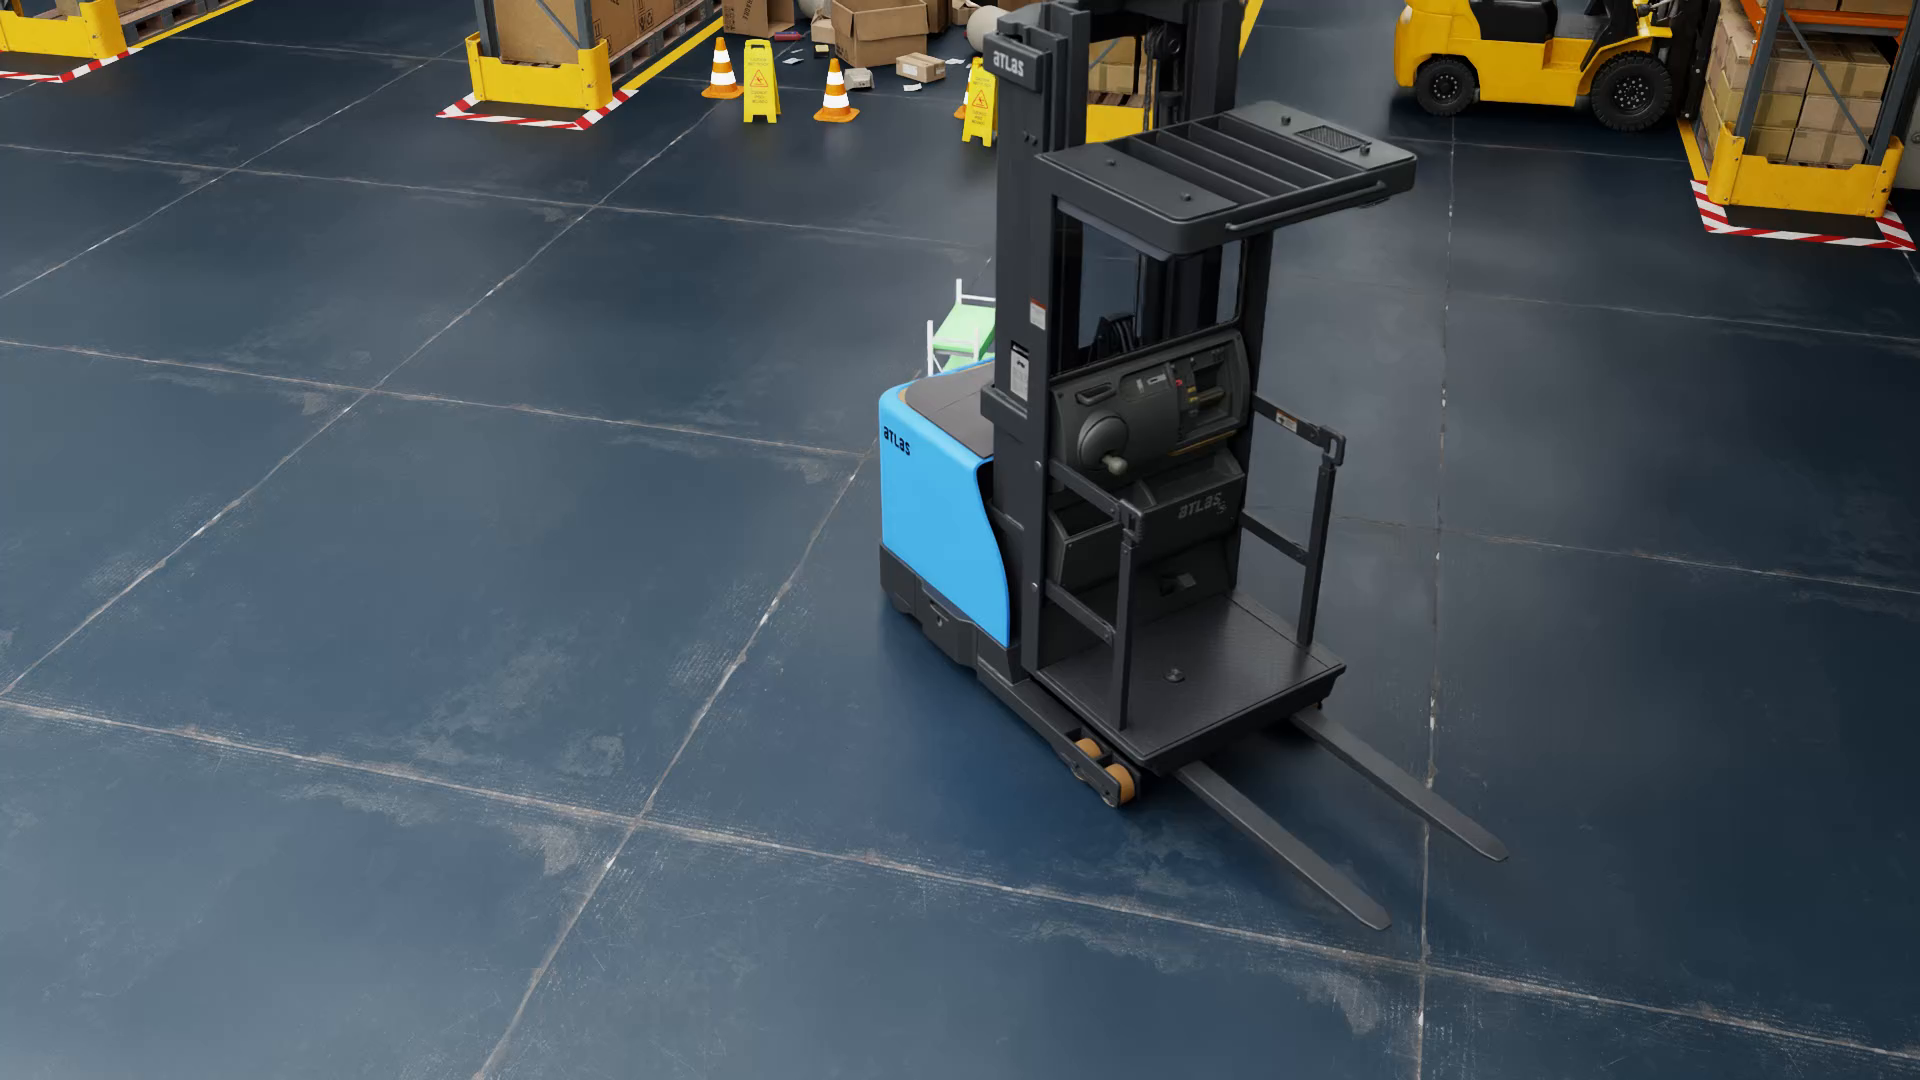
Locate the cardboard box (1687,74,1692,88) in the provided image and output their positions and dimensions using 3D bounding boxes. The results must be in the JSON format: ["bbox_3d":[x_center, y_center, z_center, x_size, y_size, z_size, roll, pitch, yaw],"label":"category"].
[{"bbox_3d":[6.274,-3.831,13.652,0.500,0.250,0.500,9,34,14],"label":"cardboard box"}]

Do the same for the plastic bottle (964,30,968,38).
[{"bbox_3d":[0.150,-4.835,15.799,0.133,0.061,0.283,14,35,21],"label":"plastic bottle"}]

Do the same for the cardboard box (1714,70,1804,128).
[{"bbox_3d":[5.900,-3.263,12.292,0.500,0.250,0.500,8,33,12],"label":"cardboard box"}]

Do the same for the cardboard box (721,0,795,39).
[{"bbox_3d":[-1.923,-5.112,15.823,0.500,0.500,0.500,14,35,21],"label":"cardboard box"}]

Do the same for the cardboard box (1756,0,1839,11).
[{"bbox_3d":[5.950,-4.073,11.768,0.500,0.500,0.500,7,33,11],"label":"cardboard box"}]

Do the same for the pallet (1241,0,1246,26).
[{"bbox_3d":[2.155,-4.960,15.855,1.003,0.211,1.213,8,33,12],"label":"pallet"}]

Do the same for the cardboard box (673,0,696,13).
[{"bbox_3d":[-2.974,-5.607,15.862,0.875,0.875,0.875,8,33,13],"label":"cardboard box"}]

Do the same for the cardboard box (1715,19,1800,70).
[{"bbox_3d":[6.018,-3.726,12.555,0.500,0.250,0.500,9,33,13],"label":"cardboard box"}]

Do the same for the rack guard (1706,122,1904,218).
[{"bbox_3d":[6.073,-2.673,11.988,1.175,0.500,0.348,8,33,12],"label":"rack guard"}]

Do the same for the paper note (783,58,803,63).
[{"bbox_3d":[-1.507,-4.343,15.054,0.144,0.017,0.142,20,38,29],"label":"paper note"}]

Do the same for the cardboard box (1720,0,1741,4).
[{"bbox_3d":[6.272,-4.251,13.381,0.500,0.250,0.500,7,33,11],"label":"cardboard box"}]

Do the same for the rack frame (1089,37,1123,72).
[{"bbox_3d":[1.277,-4.414,12.397,1.000,3.000,0.127,8,33,12],"label":"rack frame"}]

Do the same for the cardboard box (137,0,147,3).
[{"bbox_3d":[-8.016,-5.522,16.079,0.500,0.500,0.500,17,36,25],"label":"cardboard box"}]

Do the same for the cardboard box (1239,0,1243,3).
[{"bbox_3d":[2.402,-5.163,15.747,0.500,0.250,0.500,10,34,15],"label":"cardboard box"}]

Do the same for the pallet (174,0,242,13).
[{"bbox_3d":[-7.738,-5.674,16.978,1.003,0.211,1.213,8,33,12],"label":"pallet"}]

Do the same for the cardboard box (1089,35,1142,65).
[{"bbox_3d":[1.228,-4.198,13.531,0.500,0.500,0.500,8,33,13],"label":"cardboard box"}]

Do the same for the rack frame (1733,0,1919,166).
[{"bbox_3d":[6.079,-3.740,11.337,1.000,3.000,0.127,8,33,12],"label":"rack frame"}]

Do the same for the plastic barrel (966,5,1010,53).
[{"bbox_3d":[0.336,-4.605,15.099,0.421,0.421,0.512,-21,38,-29],"label":"plastic barrel"}]

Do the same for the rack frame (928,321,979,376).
[{"bbox_3d":[-0.030,-0.474,7.877,0.240,1.200,0.015,9,33,13],"label":"rack frame"}]

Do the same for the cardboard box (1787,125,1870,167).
[{"bbox_3d":[6.392,-2.985,12.321,0.500,0.250,0.500,8,33,13],"label":"cardboard box"}]

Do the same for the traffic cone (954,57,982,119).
[{"bbox_3d":[0.138,-3.742,13.705,0.336,0.463,0.334,8,33,12],"label":"traffic cone"}]

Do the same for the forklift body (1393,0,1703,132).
[{"bbox_3d":[4.795,-4.614,13.503,2.313,2.155,1.214,8,33,12],"label":"forklift body"}]

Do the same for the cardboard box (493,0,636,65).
[{"bbox_3d":[-3.429,-4.677,14.400,0.875,0.875,0.875,8,33,13],"label":"cardboard box"}]

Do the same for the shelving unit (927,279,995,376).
[{"bbox_3d":[0.035,-0.600,8.076,0.258,1.200,0.503,9,33,13],"label":"shelving unit"}]

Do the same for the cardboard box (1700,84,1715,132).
[{"bbox_3d":[6.028,-3.300,12.817,0.500,0.250,0.500,8,33,12],"label":"cardboard box"}]

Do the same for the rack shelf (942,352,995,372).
[{"bbox_3d":[0.035,-0.749,7.981,0.258,0.148,0.480,9,33,13],"label":"rack shelf"}]

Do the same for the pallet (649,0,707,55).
[{"bbox_3d":[-3.098,-4.915,15.785,1.003,0.211,1.213,8,33,12],"label":"pallet"}]

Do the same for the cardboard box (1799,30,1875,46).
[{"bbox_3d":[6.507,-3.662,12.454,0.500,0.250,0.500,8,33,12],"label":"cardboard box"}]

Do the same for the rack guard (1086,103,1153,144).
[{"bbox_3d":[1.296,-3.398,13.130,1.175,0.500,0.348,8,33,12],"label":"rack guard"}]

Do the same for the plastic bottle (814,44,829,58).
[{"bbox_3d":[-1.271,-4.494,15.262,0.133,0.061,0.283,-3,33,-4],"label":"plastic bottle"}]

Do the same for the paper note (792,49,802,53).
[{"bbox_3d":[-1.503,-4.509,15.333,0.032,0.001,0.123,28,42,36],"label":"paper note"}]

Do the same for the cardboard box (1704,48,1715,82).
[{"bbox_3d":[6.148,-3.793,13.125,0.500,0.250,0.500,7,33,11],"label":"cardboard box"}]

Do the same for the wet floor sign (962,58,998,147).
[{"bbox_3d":[0.193,-3.467,13.103,0.267,0.644,0.232,20,38,29],"label":"wet floor sign"}]

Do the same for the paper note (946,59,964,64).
[{"bbox_3d":[-0.048,-4.338,15.056,0.148,0.019,0.142,20,38,29],"label":"paper note"}]

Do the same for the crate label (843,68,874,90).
[{"bbox_3d":[-0.883,-3.996,14.408,0.250,0.136,0.298,-8,33,-13],"label":"crate label"}]

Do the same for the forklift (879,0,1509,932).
[{"bbox_3d":[0.871,-0.476,6.266,1.130,2.935,3.031,-20,38,-28],"label":"forklift"}]

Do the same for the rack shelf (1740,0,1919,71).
[{"bbox_3d":[6.586,-4.474,13.163,1.077,0.370,4.000,8,33,12],"label":"rack shelf"}]

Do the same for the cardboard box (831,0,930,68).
[{"bbox_3d":[-0.727,-4.617,15.043,0.797,0.503,0.637,-14,35,-21],"label":"cardboard box"}]

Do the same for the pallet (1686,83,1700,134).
[{"bbox_3d":[6.544,-3.597,13.711,1.003,0.211,1.213,8,33,12],"label":"pallet"}]

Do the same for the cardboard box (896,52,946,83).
[{"bbox_3d":[-0.345,-4.166,14.664,0.380,0.149,0.250,28,42,36],"label":"cardboard box"}]
